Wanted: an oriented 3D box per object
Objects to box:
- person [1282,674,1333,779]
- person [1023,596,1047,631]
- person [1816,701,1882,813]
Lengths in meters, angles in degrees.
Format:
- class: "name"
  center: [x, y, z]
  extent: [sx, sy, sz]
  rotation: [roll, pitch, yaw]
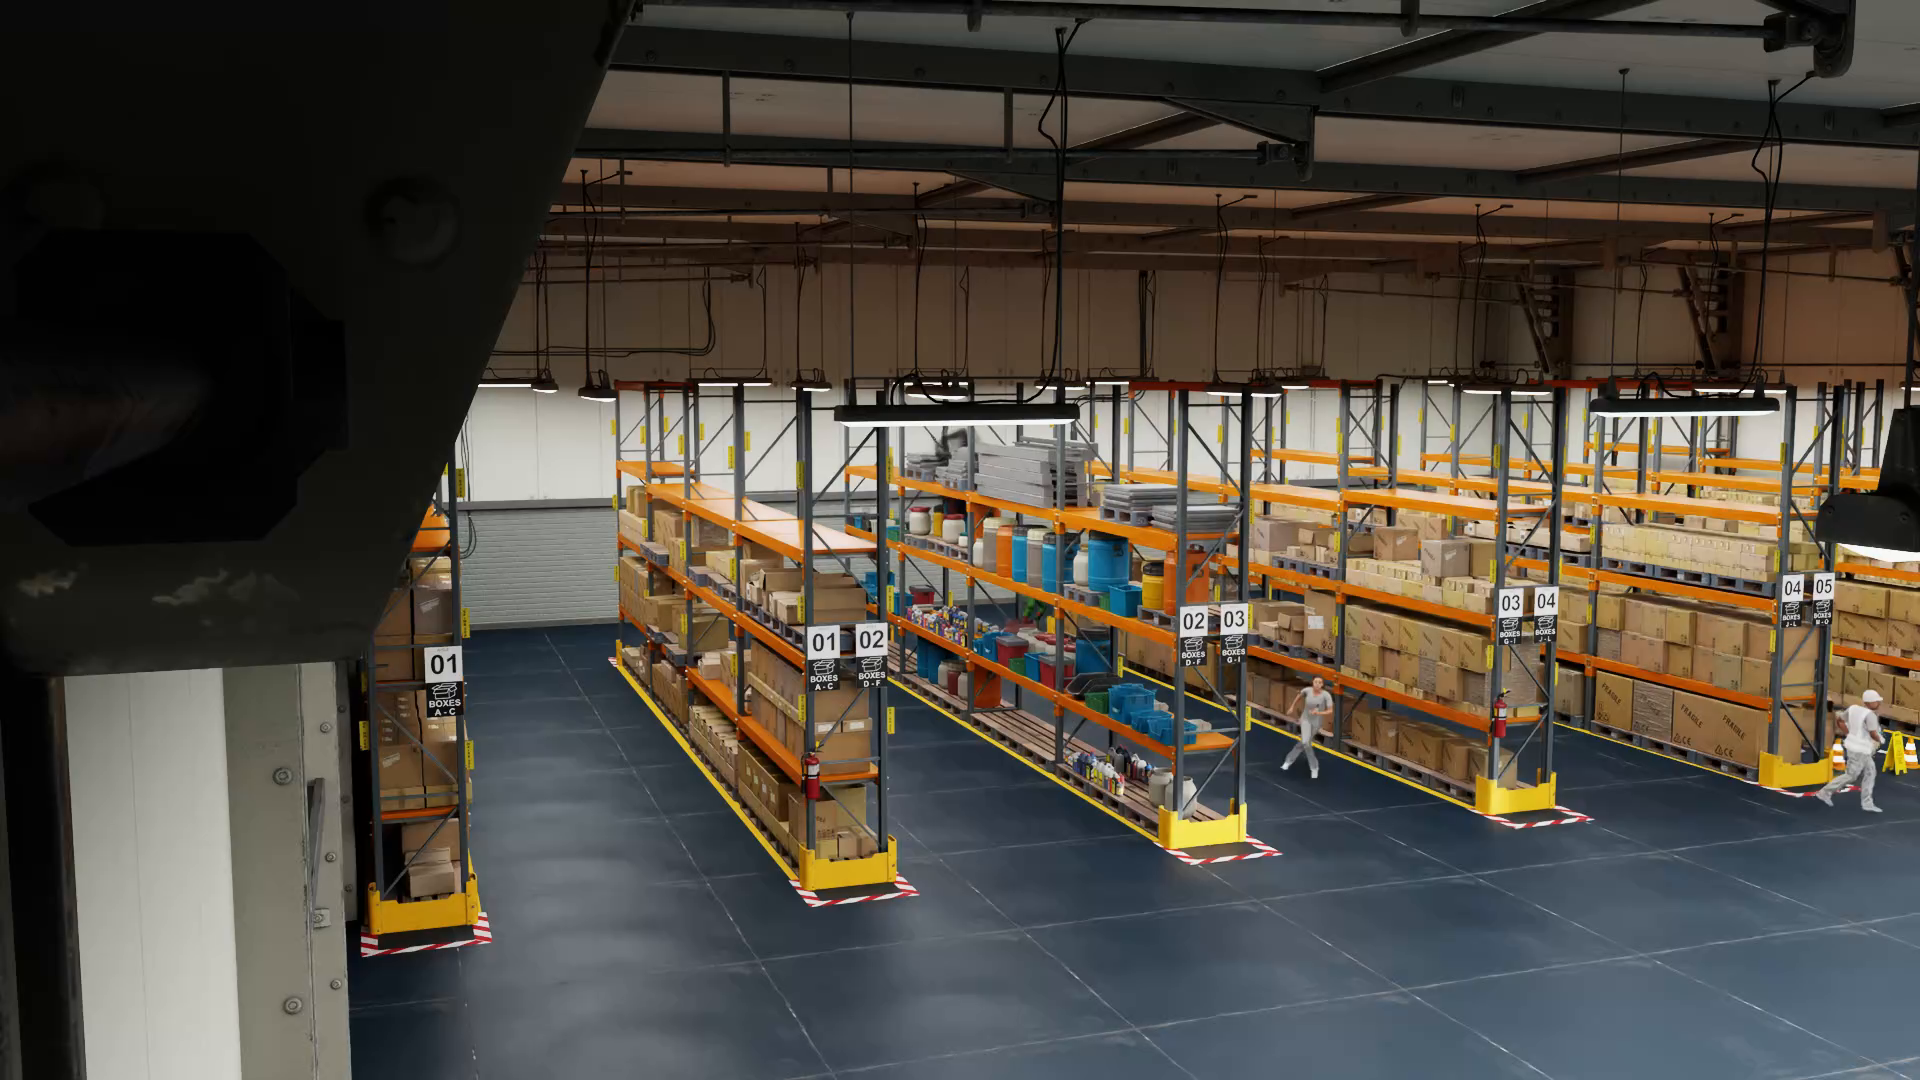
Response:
- class: "person"
  center: [5.349, 2.822, 25.604]
  extent: [0.740, 1.602, 0.687]
  rotation: [1, 6, 8]
- class: "person"
  center: [1.758, 1.307, 39.253]
  extent: [0.706, 1.730, 0.610]
  rotation: [0, 6, 0]
- class: "person"
  center: [12.591, 2.992, 23.438]
  extent: [0.859, 1.718, 0.643]
  rotation: [1, 6, 13]
